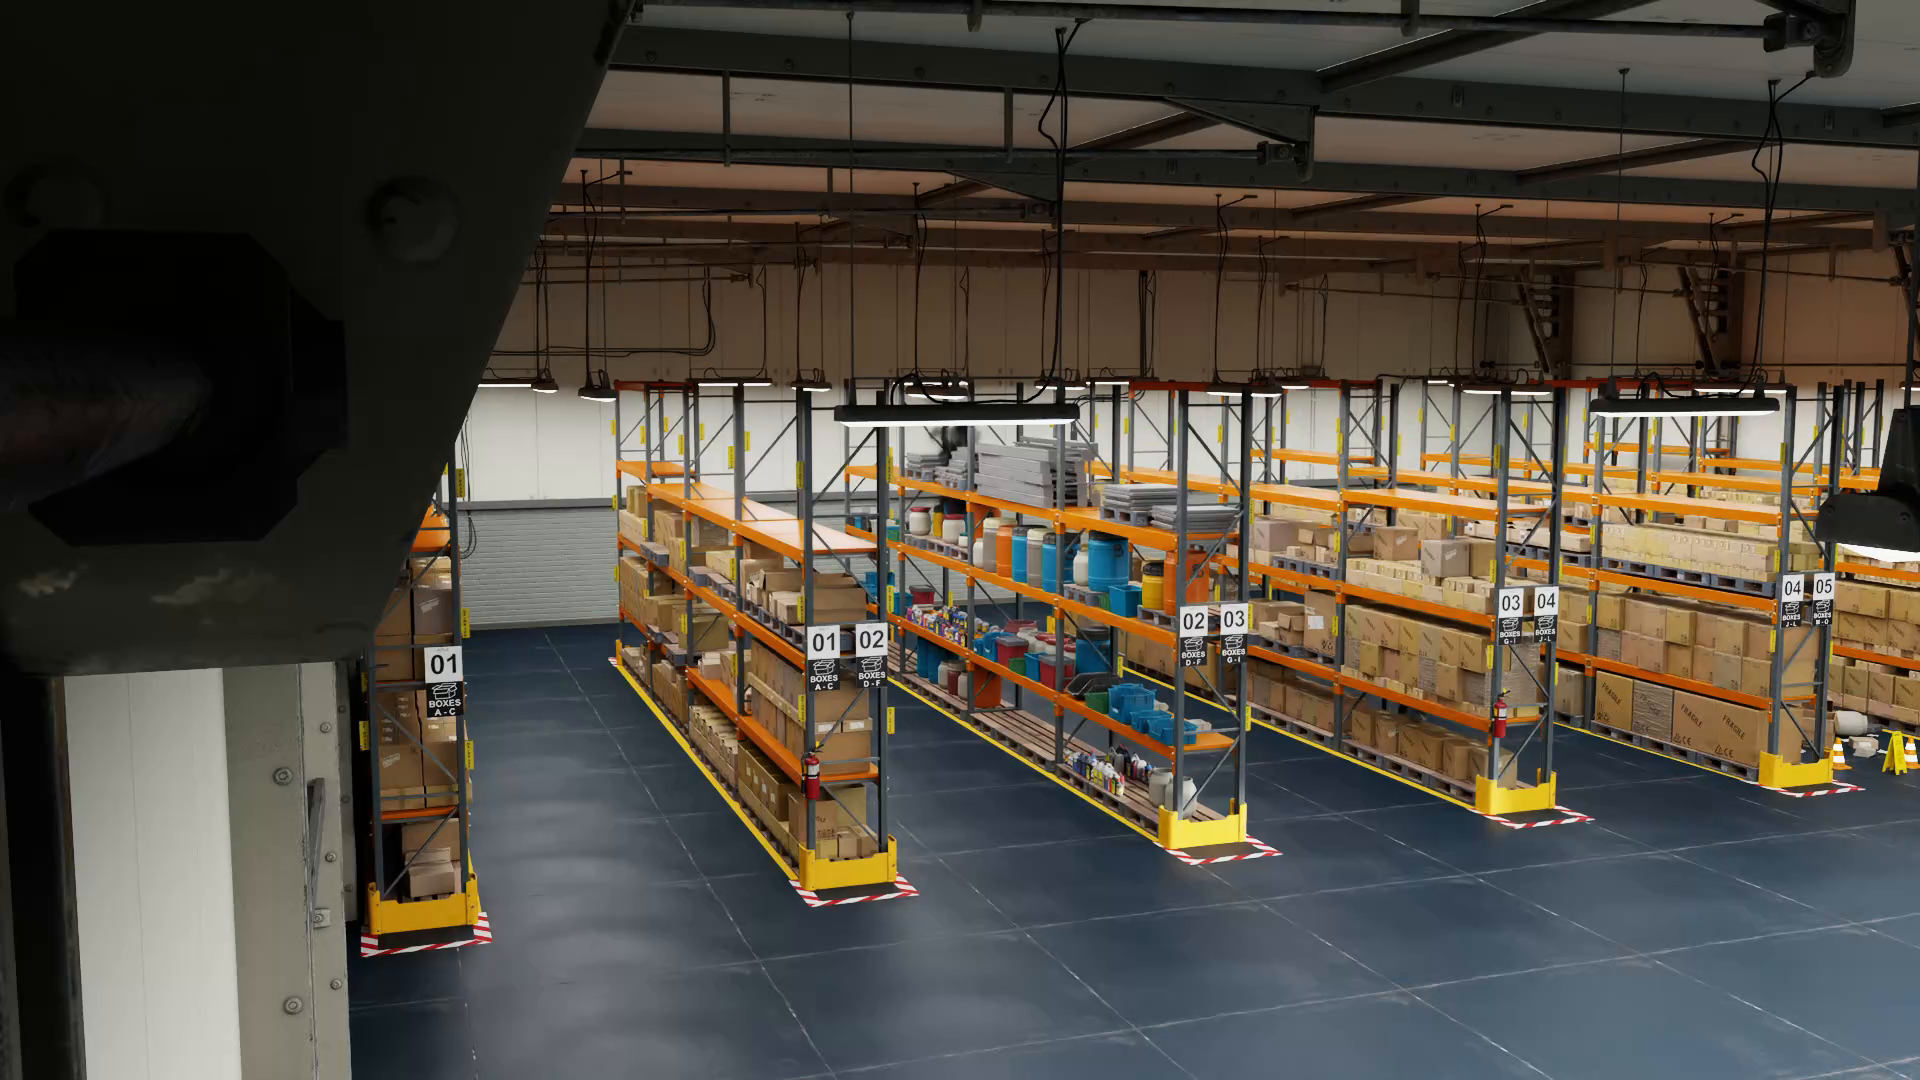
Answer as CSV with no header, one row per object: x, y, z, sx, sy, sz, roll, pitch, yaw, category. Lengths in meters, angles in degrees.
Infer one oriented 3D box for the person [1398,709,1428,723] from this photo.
8.094,2.356,29.426,0.721,1.808,0.797,-2,6,-21,person

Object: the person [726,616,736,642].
-4.809,1.784,35.352,0.610,1.615,0.640,6,8,43,person
